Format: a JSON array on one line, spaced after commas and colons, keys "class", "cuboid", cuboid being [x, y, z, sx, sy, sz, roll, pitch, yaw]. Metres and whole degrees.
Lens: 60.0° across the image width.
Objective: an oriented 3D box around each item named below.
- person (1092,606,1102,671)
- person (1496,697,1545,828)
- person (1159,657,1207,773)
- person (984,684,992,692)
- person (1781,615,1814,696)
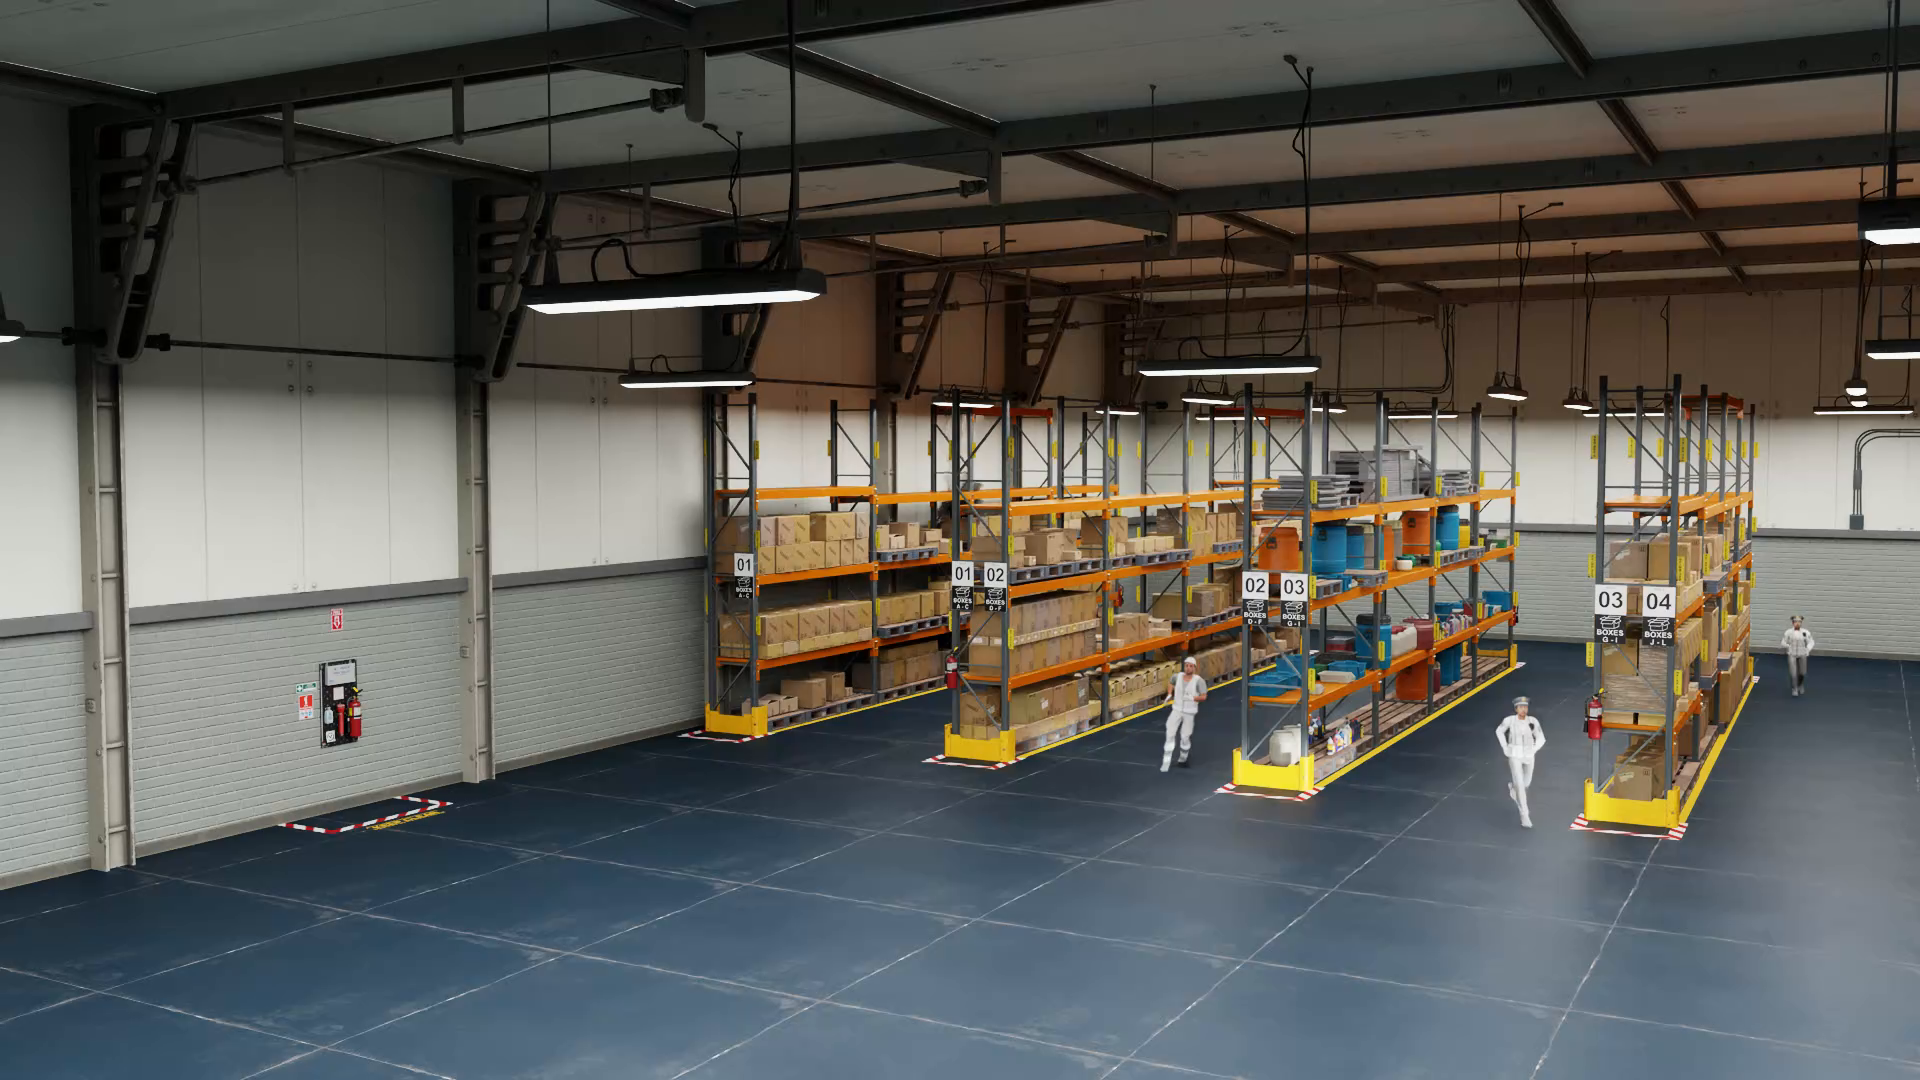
[{"class": "person", "cuboid": [2.834, 2.171, 35.009, 0.638, 1.605, 0.777, 2, 4, 30]}, {"class": "person", "cuboid": [7.614, 2.962, 22.555, 0.585, 1.704, 1.085, 0, 3, 1]}, {"class": "person", "cuboid": [3.533, 2.726, 26.057, 0.695, 1.825, 0.775, 1, 3, 18]}, {"class": "person", "cuboid": [0.592, 2.373, 32.402, 0.680, 1.754, 0.734, 1, 3, 17]}, {"class": "person", "cuboid": [16.975, 2.347, 33.697, 0.604, 1.654, 0.545, 1, 3, 24]}]
